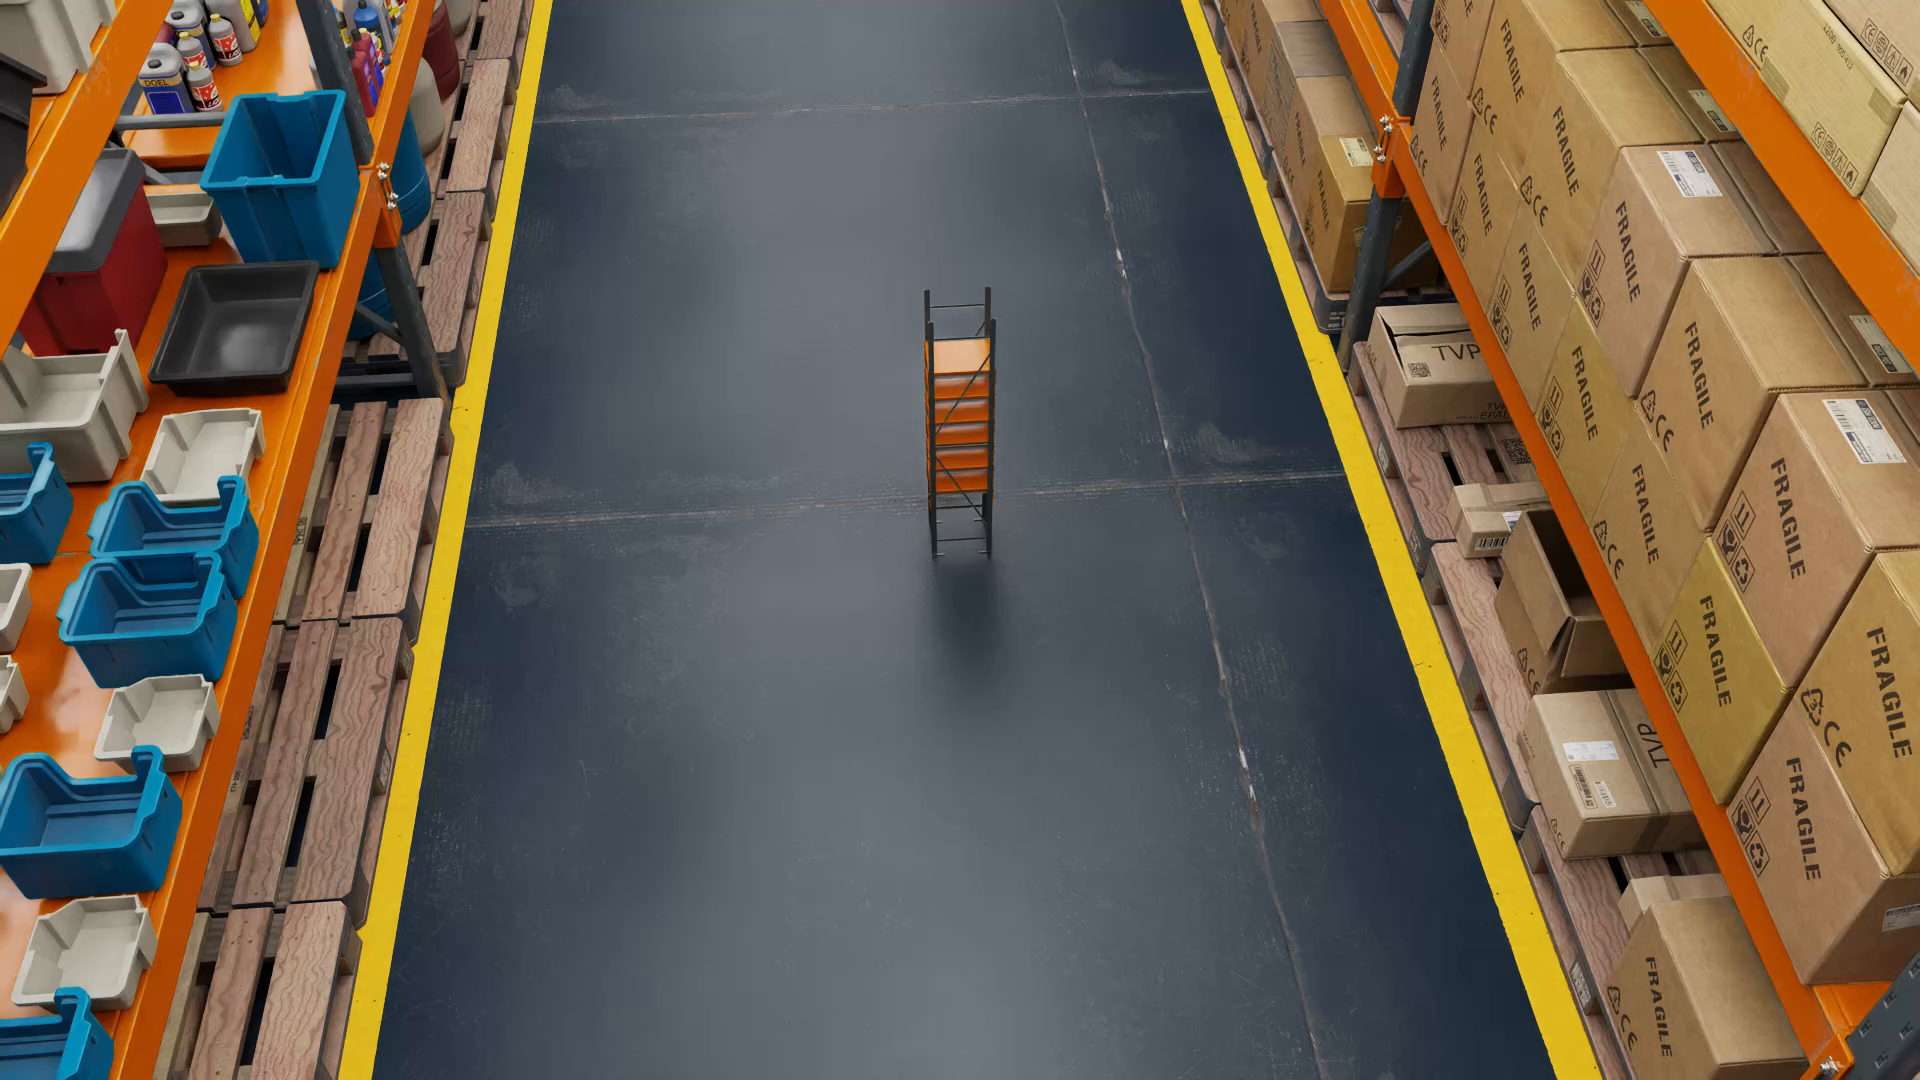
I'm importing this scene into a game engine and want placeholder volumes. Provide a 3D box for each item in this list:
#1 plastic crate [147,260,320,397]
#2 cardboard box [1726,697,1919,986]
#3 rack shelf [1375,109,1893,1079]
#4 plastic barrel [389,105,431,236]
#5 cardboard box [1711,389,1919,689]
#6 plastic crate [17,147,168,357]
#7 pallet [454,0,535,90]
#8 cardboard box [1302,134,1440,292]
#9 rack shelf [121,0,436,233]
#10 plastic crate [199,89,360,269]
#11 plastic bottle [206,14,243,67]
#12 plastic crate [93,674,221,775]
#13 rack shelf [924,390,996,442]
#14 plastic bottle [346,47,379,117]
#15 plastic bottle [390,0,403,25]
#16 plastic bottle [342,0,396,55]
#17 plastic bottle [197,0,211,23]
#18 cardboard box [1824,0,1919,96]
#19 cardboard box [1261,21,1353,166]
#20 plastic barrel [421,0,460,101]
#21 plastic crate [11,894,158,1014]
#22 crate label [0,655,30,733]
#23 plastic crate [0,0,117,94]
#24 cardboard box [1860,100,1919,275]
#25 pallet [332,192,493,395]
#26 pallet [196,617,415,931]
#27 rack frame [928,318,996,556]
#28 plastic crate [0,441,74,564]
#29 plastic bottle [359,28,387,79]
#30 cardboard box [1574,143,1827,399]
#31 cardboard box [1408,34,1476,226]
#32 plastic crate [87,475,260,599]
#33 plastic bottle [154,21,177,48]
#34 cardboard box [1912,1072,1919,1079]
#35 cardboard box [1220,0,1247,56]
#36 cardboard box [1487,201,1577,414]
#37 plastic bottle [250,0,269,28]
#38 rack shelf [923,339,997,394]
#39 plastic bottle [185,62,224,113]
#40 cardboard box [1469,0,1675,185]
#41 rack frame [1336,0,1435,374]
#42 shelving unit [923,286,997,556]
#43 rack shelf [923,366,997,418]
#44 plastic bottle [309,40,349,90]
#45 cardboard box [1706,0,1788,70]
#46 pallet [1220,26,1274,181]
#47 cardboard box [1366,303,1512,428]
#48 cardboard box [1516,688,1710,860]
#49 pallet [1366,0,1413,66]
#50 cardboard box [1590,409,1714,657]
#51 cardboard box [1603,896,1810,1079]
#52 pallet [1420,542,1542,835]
[{"bbox_3d":[-2.366,-0.684,5.480,0.437,0.125,0.590,-3,47,-3],"label":"plastic crate"},{"bbox_3d":[2.235,0.702,3.950,0.500,0.500,0.500,-2,47,-2],"label":"cardboard box"},{"bbox_3d":[2.376,-0.156,5.327,1.077,0.370,4.000,-3,47,-3],"label":"rack shelf"},{"bbox_3d":[-2.815,-1.882,7.622,0.600,0.901,0.708,-3,47,-3],"label":"plastic barrel"},{"bbox_3d":[2.189,-0.005,3.931,0.500,0.500,0.500,-2,47,-2],"label":"cardboard box"},{"bbox_3d":[-2.903,-0.933,5.482,0.402,0.464,0.583,-3,47,-3],"label":"plastic crate"},{"bbox_3d":[-2.955,-2.919,9.369,1.003,0.211,1.213,-3,47,-3],"label":"pallet"},{"bbox_3d":[1.882,-1.482,7.506,0.500,0.500,0.500,-4,47,-4],"label":"cardboard box"},{"bbox_3d":[-2.895,-2.751,7.785,1.077,0.370,4.000,-3,47,-3],"label":"rack shelf"},{"bbox_3d":[-2.349,-1.250,5.837,0.392,0.384,0.575,-3,47,-3],"label":"plastic crate"},{"bbox_3d":[-2.990,-2.034,6.748,0.097,0.201,0.097,0,47,0],"label":"plastic bottle"},{"bbox_3d":[-2.086,0.486,4.364,0.250,0.136,0.298,-3,47,-3],"label":"plastic crate"},{"bbox_3d":[-0.001,-0.475,6.269,0.258,0.103,0.180,-3,47,-3],"label":"rack shelf"},{"bbox_3d":[-2.333,-1.803,6.472,0.061,0.283,0.133,-3,47,-3],"label":"plastic bottle"},{"bbox_3d":[-2.408,-2.262,6.963,0.097,0.201,0.097,0,47,0],"label":"plastic bottle"},{"bbox_3d":[-2.417,-2.132,6.789,0.152,0.276,0.135,-3,47,-3],"label":"plastic bottle"},{"bbox_3d":[-3.131,-2.180,6.783,0.144,0.351,0.185,-3,47,-3],"label":"plastic bottle"},{"bbox_3d":[2.166,-1.188,3.502,0.500,0.250,0.500,-3,47,-3],"label":"cardboard box"},{"bbox_3d":[1.807,-2.203,8.189,0.500,0.500,0.500,-3,47,-3],"label":"cardboard box"},{"bbox_3d":[-2.910,-2.591,8.510,0.600,0.588,0.708,-3,47,-3],"label":"plastic barrel"},{"bbox_3d":[-2.030,0.977,3.899,0.250,0.136,0.298,-3,47,-3],"label":"plastic crate"},{"bbox_3d":[-2.699,0.423,4.424,0.396,0.136,0.243,-3,47,-3],"label":"crate label"},{"bbox_3d":[-2.271,-1.271,3.903,0.437,0.282,0.530,-3,47,-3],"label":"plastic crate"},{"bbox_3d":[2.207,-0.654,3.341,0.500,0.250,0.500,-3,47,-3],"label":"cardboard box"},{"bbox_3d":[-2.751,-1.154,7.697,1.003,0.211,1.213,-3,47,-3],"label":"pallet"},{"bbox_3d":[-2.522,0.821,5.827,1.003,0.211,1.213,-3,47,-3],"label":"pallet"},{"bbox_3d":[0.006,-0.357,6.262,0.240,1.200,0.006,-3,47,-3],"label":"rack frame"},{"bbox_3d":[-2.820,-0.091,4.844,0.416,0.233,0.300,-3,47,-3],"label":"plastic crate"},{"bbox_3d":[-2.372,-1.954,6.671,0.097,0.201,0.097,0,47,0],"label":"plastic bottle"},{"bbox_3d":[2.098,-0.752,4.638,0.500,0.500,0.500,-2,47,-2],"label":"cardboard box"},{"bbox_3d":[1.980,-1.499,6.035,0.500,0.500,0.500,-2,47,-2],"label":"cardboard box"},{"bbox_3d":[-2.221,0.011,4.748,0.416,0.233,0.300,-3,47,-3],"label":"plastic crate"},{"bbox_3d":[-3.147,-1.942,6.603,0.061,0.283,0.133,-3,47,-3],"label":"plastic bottle"},{"bbox_3d":[2.851,1.549,4.877,0.380,0.149,0.250,-3,47,-3],"label":"cardboard box"},{"bbox_3d":[1.714,-2.948,8.894,0.500,0.500,0.500,-4,47,-4],"label":"cardboard box"},{"bbox_3d":[2.066,-0.767,5.341,0.500,0.500,0.500,-4,47,-4],"label":"cardboard box"},{"bbox_3d":[-3.002,-2.323,6.918,0.144,0.351,0.185,-3,47,-3],"label":"plastic bottle"},{"bbox_3d":[-0.001,-0.640,6.095,0.258,0.103,0.180,-3,47,-3],"label":"rack shelf"},{"bbox_3d":[-2.960,-1.770,6.497,0.097,0.201,0.097,0,47,0],"label":"plastic bottle"},{"bbox_3d":[2.012,-1.497,5.344,0.500,0.500,0.500,-5,47,-5],"label":"cardboard box"},{"bbox_3d":[2.209,-1.850,6.436,1.000,3.000,0.127,-3,47,-3],"label":"rack frame"},{"bbox_3d":[-0.001,-0.423,6.324,0.258,1.200,0.189,-3,47,-3],"label":"shelving unit"},{"bbox_3d":[-0.001,-0.558,6.182,0.258,0.103,0.180,-3,47,-3],"label":"rack shelf"},{"bbox_3d":[-2.437,-1.838,6.459,0.144,0.351,0.185,-3,47,-3],"label":"plastic bottle"},{"bbox_3d":[2.126,-1.378,4.026,0.500,0.250,0.500,-3,47,-3],"label":"cardboard box"},{"bbox_3d":[1.998,-2.362,8.842,1.003,0.211,1.213,-3,47,-3],"label":"pallet"},{"bbox_3d":[2.028,-0.760,6.953,0.500,0.311,0.500,-3,47,-3],"label":"cardboard box"},{"bbox_3d":[2.203,0.771,5.545,0.500,0.250,0.500,-3,47,-3],"label":"cardboard box"},{"bbox_3d":[2.251,-2.369,7.060,1.003,0.211,1.213,-3,47,-3],"label":"pallet"},{"bbox_3d":[2.152,-0.034,4.648,0.500,0.500,0.500,-3,47,-3],"label":"cardboard box"},{"bbox_3d":[2.253,1.374,4.802,0.500,0.500,0.500,-3,47,-3],"label":"cardboard box"},{"bbox_3d":[2.371,0.490,6.140,1.003,0.211,1.213,-3,47,-3],"label":"pallet"}]
